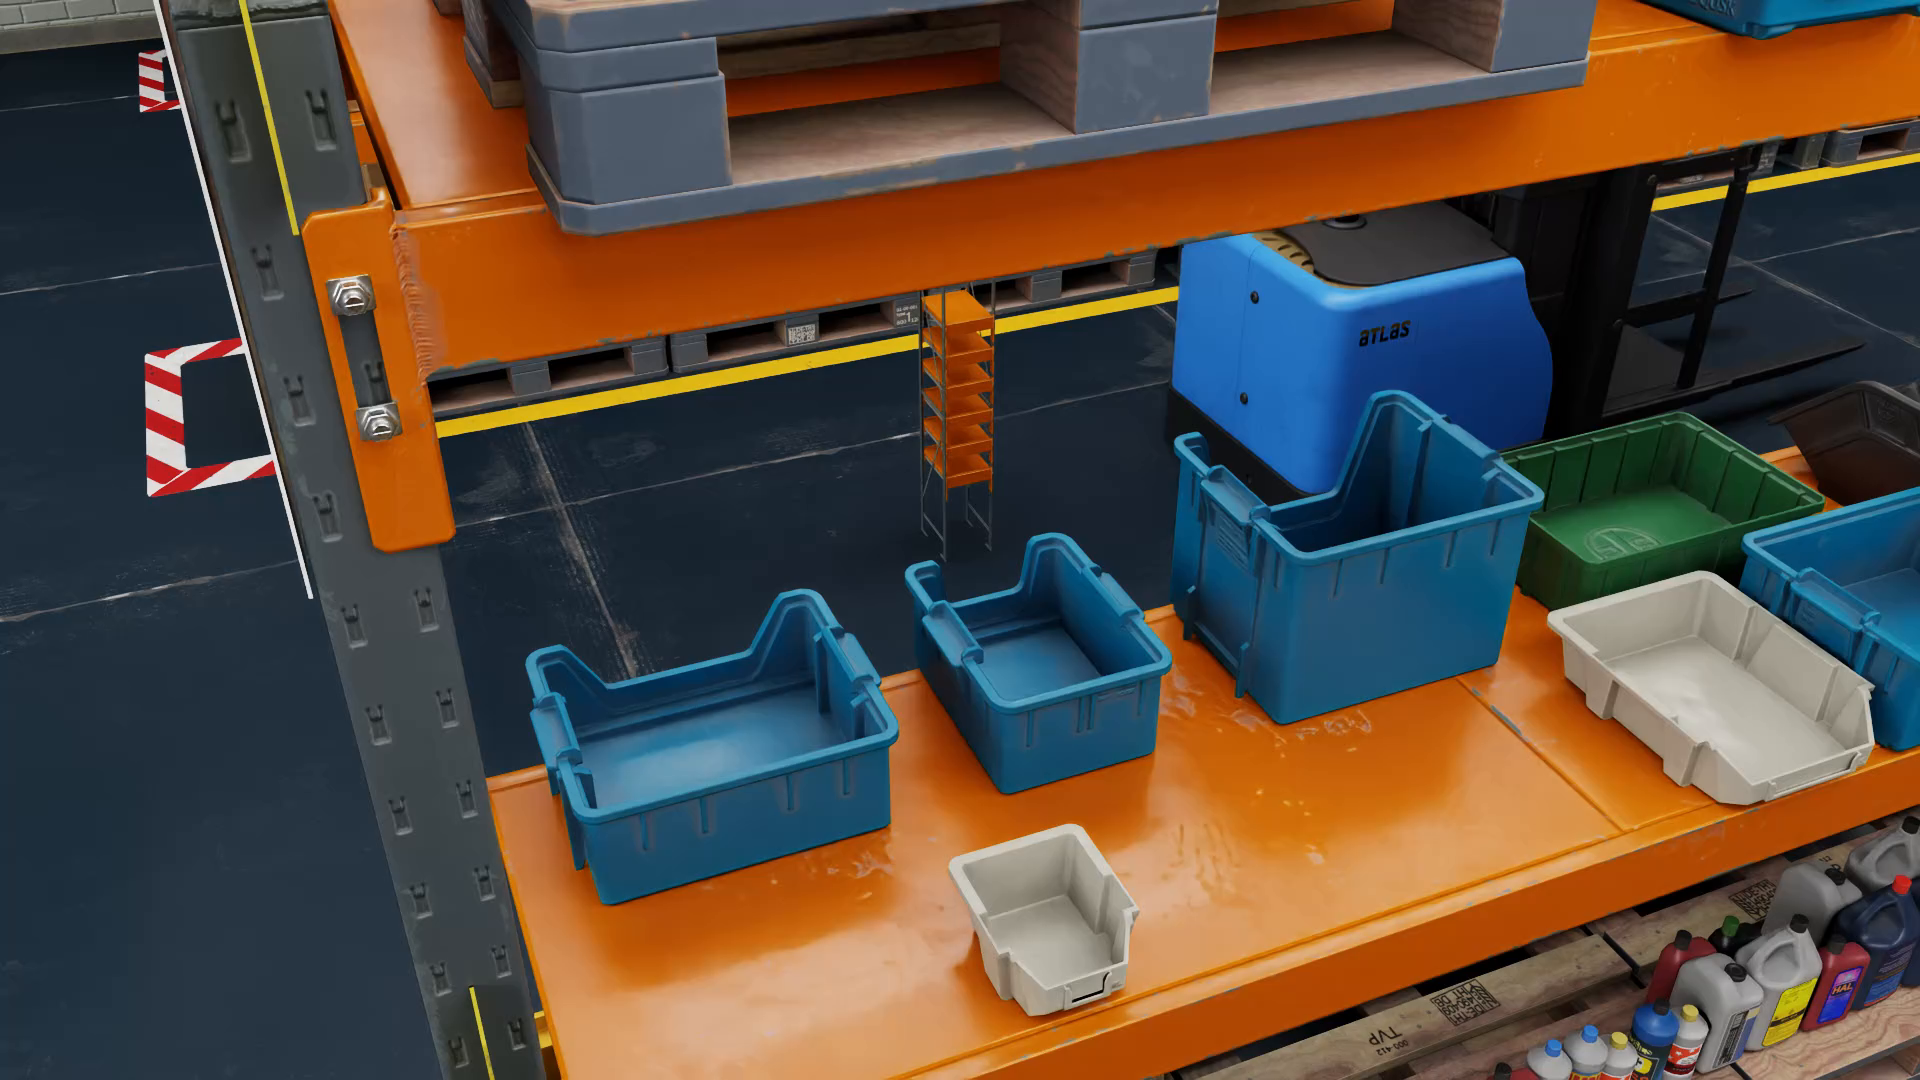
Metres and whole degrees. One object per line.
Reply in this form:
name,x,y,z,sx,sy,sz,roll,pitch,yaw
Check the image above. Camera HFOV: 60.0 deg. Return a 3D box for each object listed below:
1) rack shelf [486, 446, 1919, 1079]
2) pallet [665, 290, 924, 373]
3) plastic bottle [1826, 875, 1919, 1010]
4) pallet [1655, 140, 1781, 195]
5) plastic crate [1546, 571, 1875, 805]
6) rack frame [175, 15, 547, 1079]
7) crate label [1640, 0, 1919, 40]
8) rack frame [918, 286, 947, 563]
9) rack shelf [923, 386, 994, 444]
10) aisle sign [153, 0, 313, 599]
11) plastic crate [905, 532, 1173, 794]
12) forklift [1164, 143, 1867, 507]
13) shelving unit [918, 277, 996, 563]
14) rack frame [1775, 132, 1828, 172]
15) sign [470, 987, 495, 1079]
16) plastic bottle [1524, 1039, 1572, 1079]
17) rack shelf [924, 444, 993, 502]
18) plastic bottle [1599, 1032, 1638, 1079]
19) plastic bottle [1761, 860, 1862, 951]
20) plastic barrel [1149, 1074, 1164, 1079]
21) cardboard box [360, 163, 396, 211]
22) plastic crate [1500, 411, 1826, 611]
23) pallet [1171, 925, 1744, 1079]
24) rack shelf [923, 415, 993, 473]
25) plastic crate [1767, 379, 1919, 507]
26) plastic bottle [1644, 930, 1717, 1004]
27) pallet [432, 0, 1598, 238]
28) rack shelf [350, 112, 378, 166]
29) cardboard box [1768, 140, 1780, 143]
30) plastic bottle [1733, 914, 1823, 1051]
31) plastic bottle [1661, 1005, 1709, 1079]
rack shelf,1.040,0.439,3.485,4.000,0.370,1.077,-13,35,-19
pallet,-0.906,-1.201,7.903,1.213,0.211,1.003,-13,35,-19
plastic bottle,2.225,0.962,4.046,0.185,0.351,0.144,-15,36,-21
pallet,3.884,-2.298,9.588,1.213,0.211,1.003,-13,35,-19
plastic crate,1.485,0.296,3.287,0.437,0.136,0.530,-13,35,-19
rack frame,-0.804,0.560,2.640,0.127,3.000,1.000,-13,35,-19
crate label,1.050,-0.864,2.214,0.408,0.251,0.502,-13,35,-19
rack frame,-0.098,-0.481,5.888,0.006,1.200,0.240,-13,35,-19
rack shelf,-0.013,-0.463,5.942,0.180,0.103,0.258,-13,35,-19
aisle sign,-0.757,-0.368,1.681,0.004,0.787,0.394,-13,35,-19
plastic crate,0.143,0.232,3.280,0.408,0.251,0.499,-13,35,-19
forklift,2.389,-1.708,6.188,3.031,2.935,1.130,-14,36,-21
shelving unit,-0.013,-0.500,5.918,0.189,1.200,0.258,-13,35,-19
rack frame,4.659,-3.621,9.065,0.127,3.000,1.000,-13,35,-19
sign,-0.595,0.721,2.138,0.005,0.325,0.100,-13,35,-19
plastic bottle,1.305,1.220,3.722,0.097,0.271,0.097,0,33,0
rack shelf,-0.013,-0.261,6.073,0.180,0.103,0.258,-13,35,-19
plastic bottle,1.488,1.208,3.806,0.097,0.201,0.097,0,33,0
plastic bottle,2.145,0.925,4.173,0.135,0.276,0.152,-13,35,-19
plastic barrel,0.236,1.143,3.639,0.421,0.512,0.421,0,33,0
cardboard box,-2.338,-1.533,7.304,0.500,0.500,0.500,-13,35,-19
plastic crate,1.524,-0.051,3.773,0.662,0.188,0.450,-13,35,-19
pallet,1.123,1.264,4.113,1.213,0.211,1.003,-13,35,-19
rack shelf,-0.013,-0.362,6.008,0.180,0.103,0.258,-13,35,-19
plastic crate,2.353,-0.212,3.883,0.504,0.338,0.767,-13,35,-19
plastic bottle,1.734,1.038,3.992,0.133,0.283,0.061,-13,35,-19
pallet,-0.003,-0.744,2.066,1.213,0.211,1.003,-13,35,-19
rack shelf,-0.874,-2.053,7.314,4.000,0.370,1.077,-13,35,-19
cardboard box,4.268,-2.411,9.341,0.500,0.250,0.500,-12,35,-18
plastic bottle,1.928,1.031,3.941,0.185,0.351,0.144,-13,35,-19
plastic bottle,1.678,1.164,3.873,0.097,0.201,0.097,0,33,0
